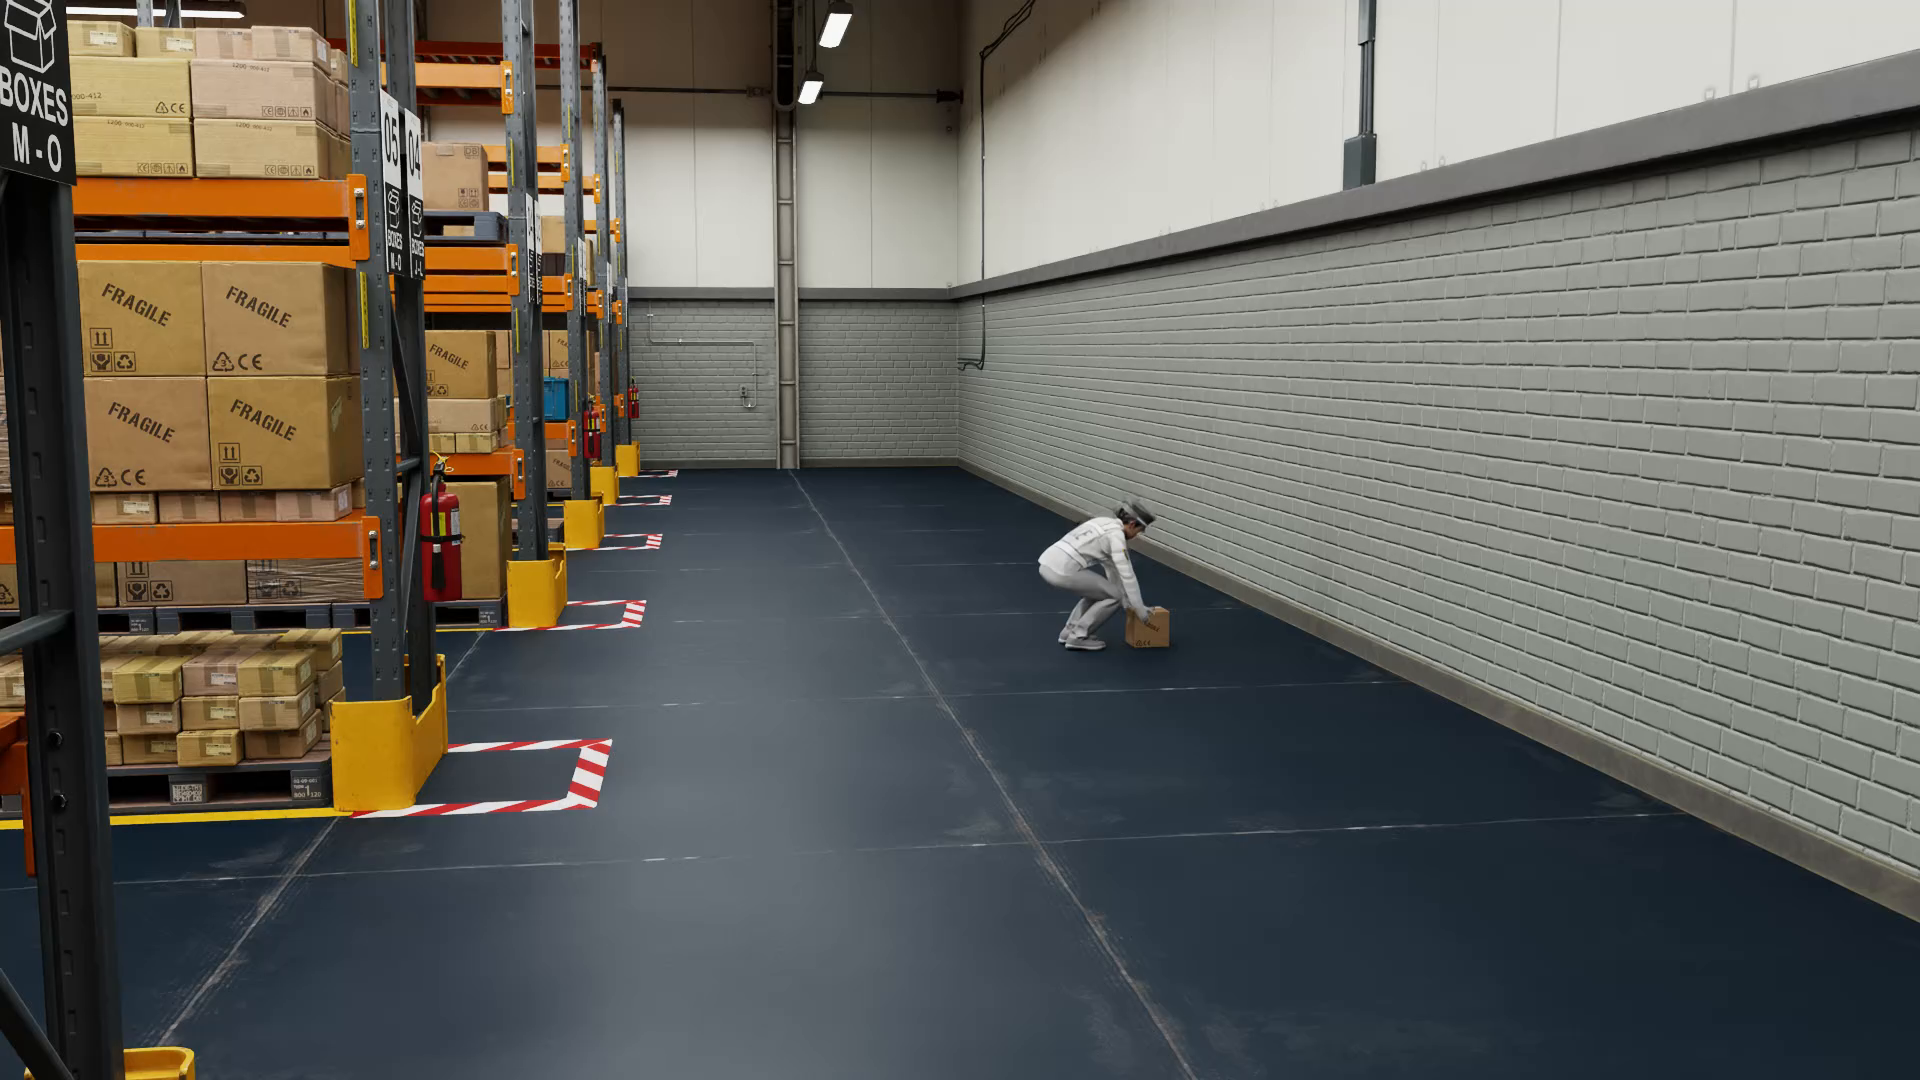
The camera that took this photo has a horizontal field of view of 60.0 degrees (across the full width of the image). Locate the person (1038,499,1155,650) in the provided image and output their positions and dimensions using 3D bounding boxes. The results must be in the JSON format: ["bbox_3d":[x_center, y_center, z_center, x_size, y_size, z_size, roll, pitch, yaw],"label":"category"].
[{"bbox_3d":[0.962,0.232,11.627,0.837,1.028,0.500,-1,7,-9],"label":"person"}]
